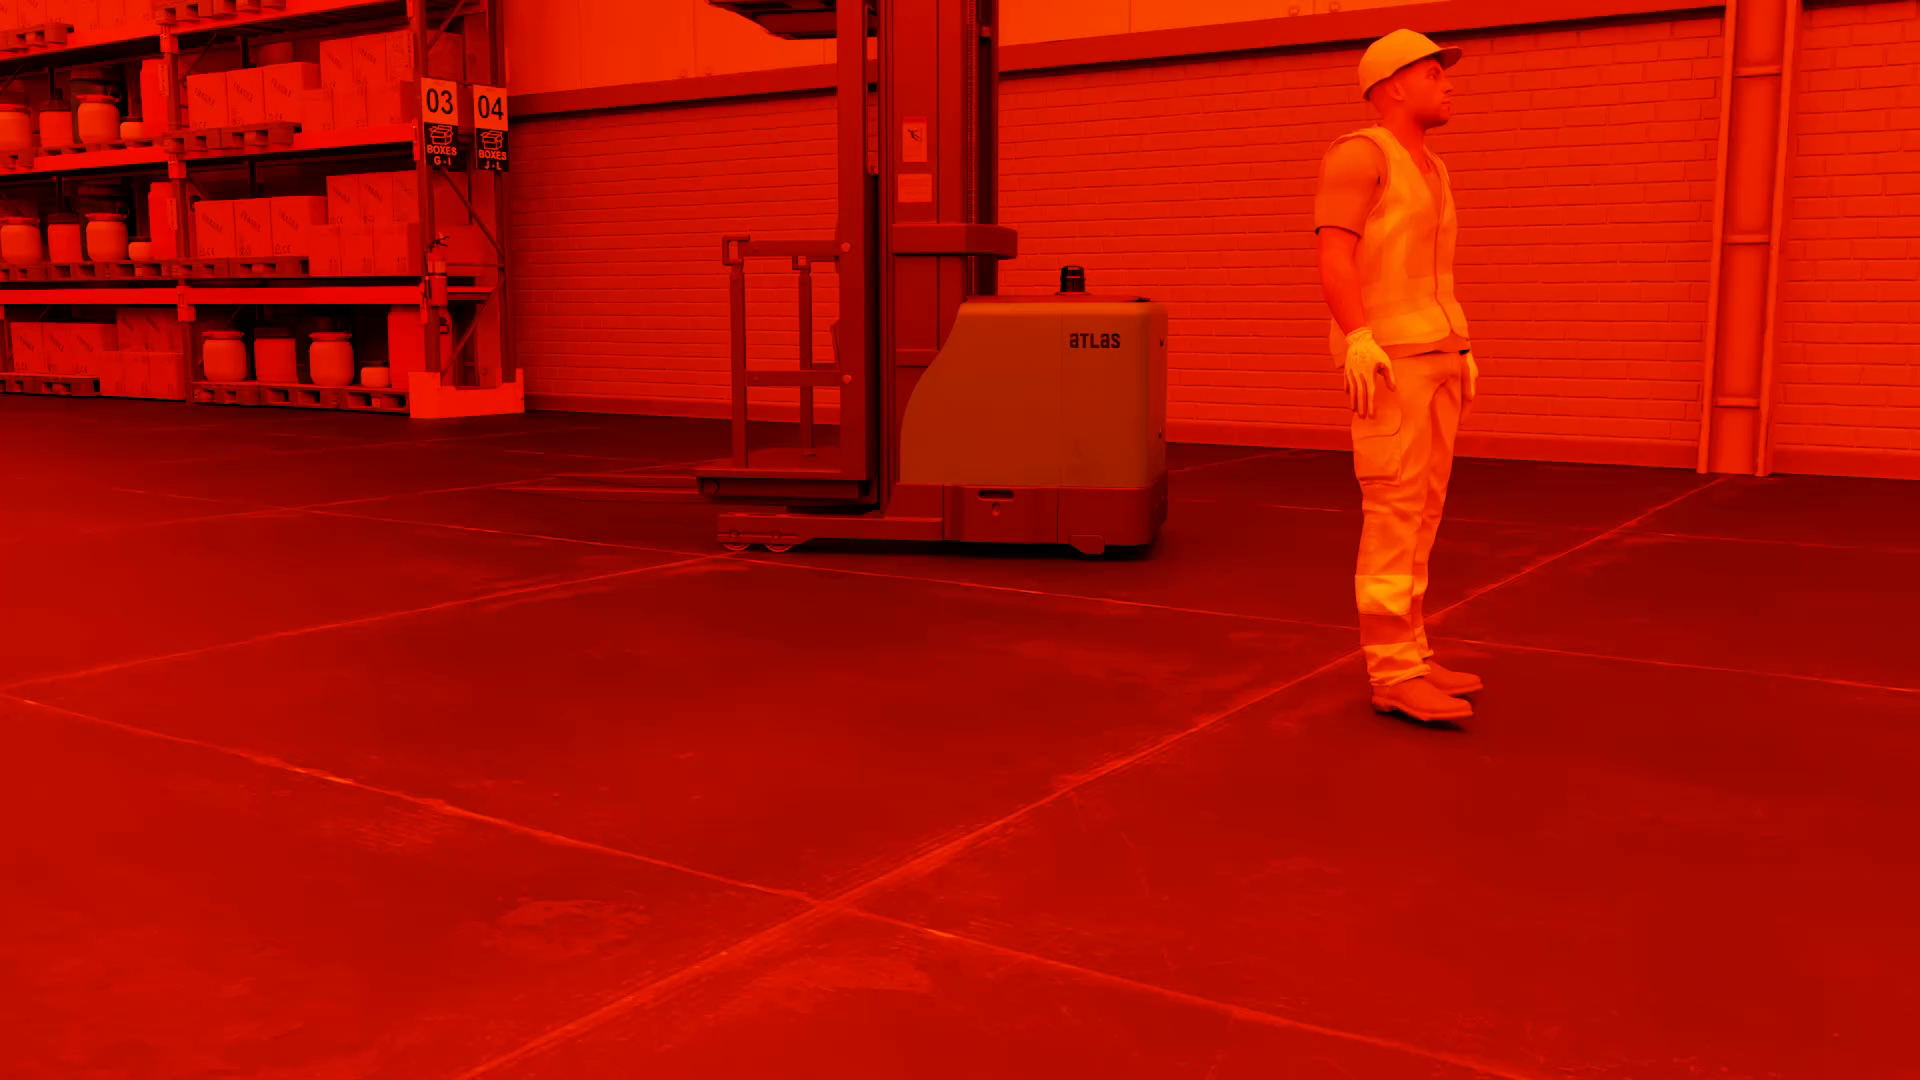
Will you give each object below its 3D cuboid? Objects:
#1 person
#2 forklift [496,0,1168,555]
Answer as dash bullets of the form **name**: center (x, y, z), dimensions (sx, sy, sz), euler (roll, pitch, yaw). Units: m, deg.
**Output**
- **person**: center (1.254, -0.462, 4.445), dimensions (0.562, 1.789, 0.636), euler (7, 11, 42)
- **forklift**: center (-0.596, -1.469, 7.520), dimensions (3.031, 2.935, 1.130), euler (2, 8, 12)
